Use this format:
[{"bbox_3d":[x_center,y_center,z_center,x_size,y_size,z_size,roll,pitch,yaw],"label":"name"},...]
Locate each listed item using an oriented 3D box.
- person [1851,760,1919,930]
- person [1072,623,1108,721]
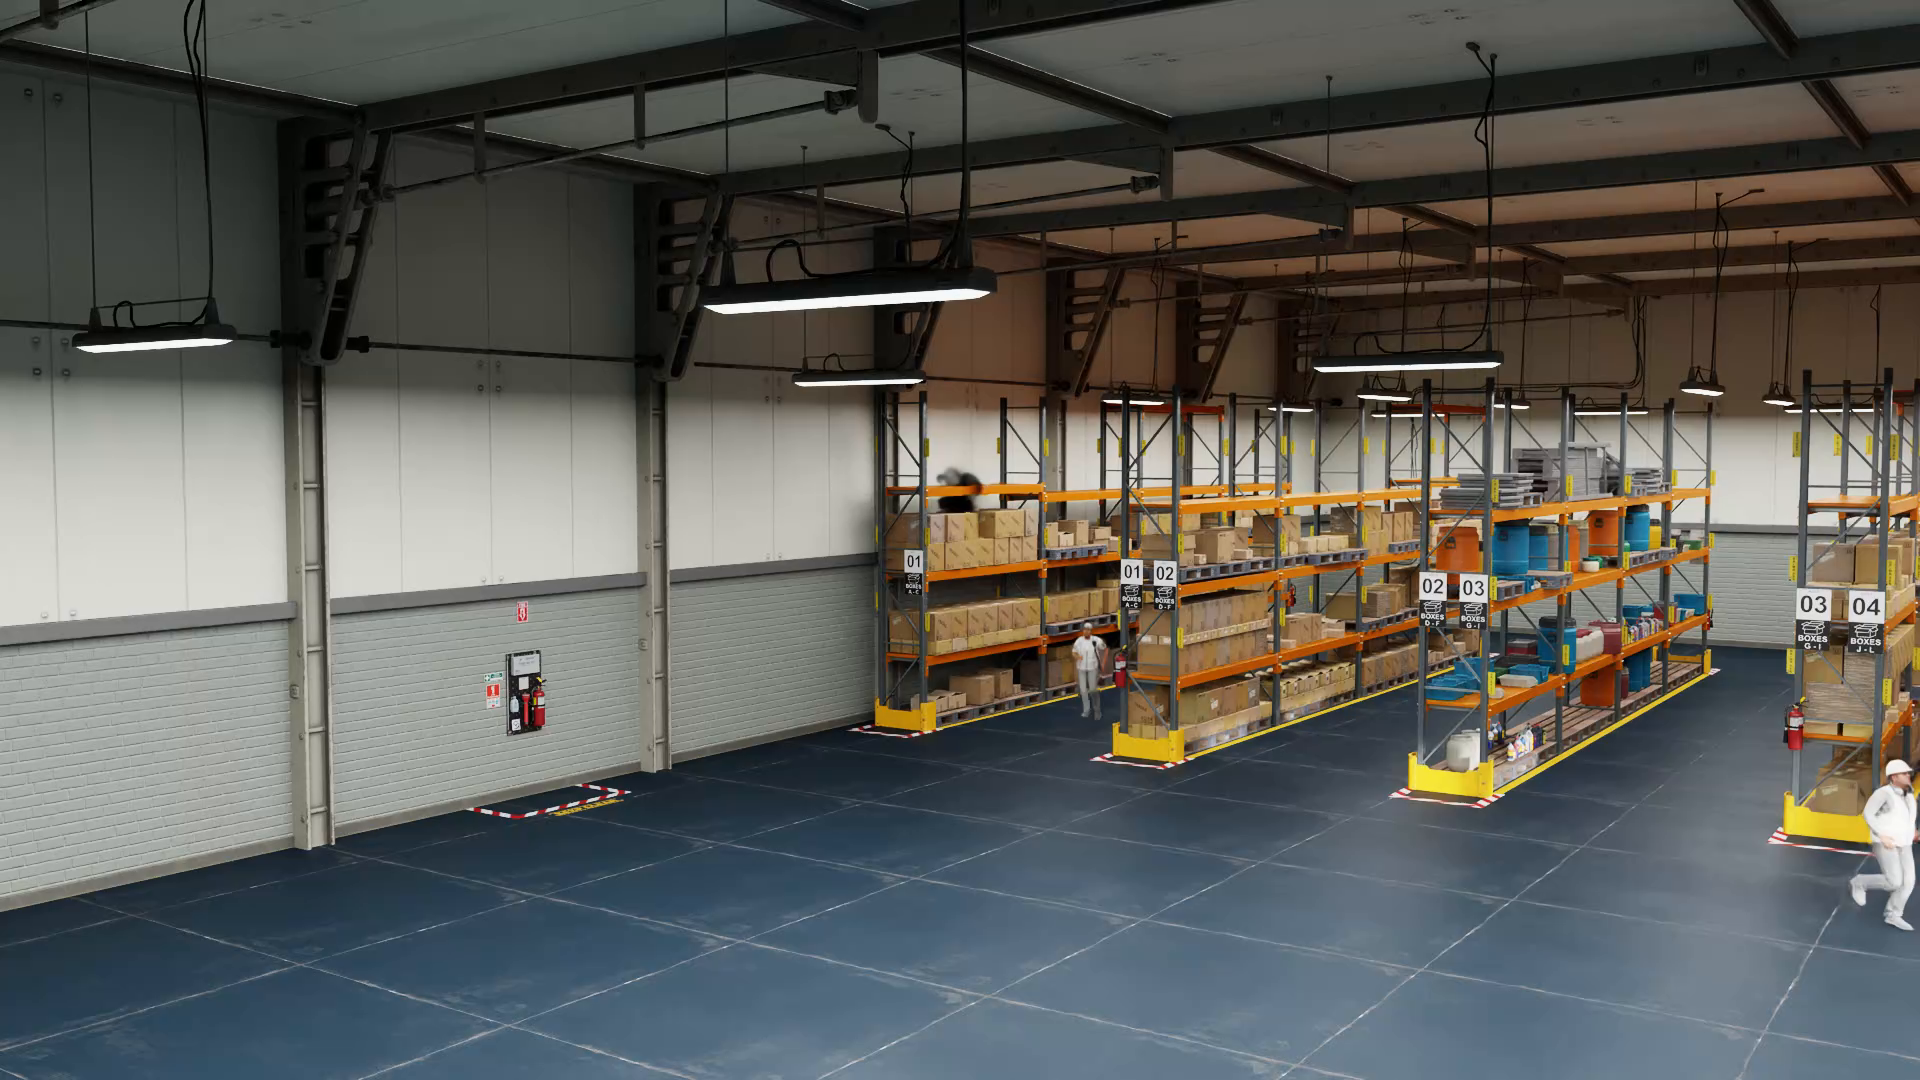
[{"bbox_3d":[9.773,3.172,17.531,0.644,1.745,0.681,-2,4,-27],"label":"person"},{"bbox_3d":[2.247,2.308,29.050,0.608,1.716,0.612,1,3,16],"label":"person"}]
